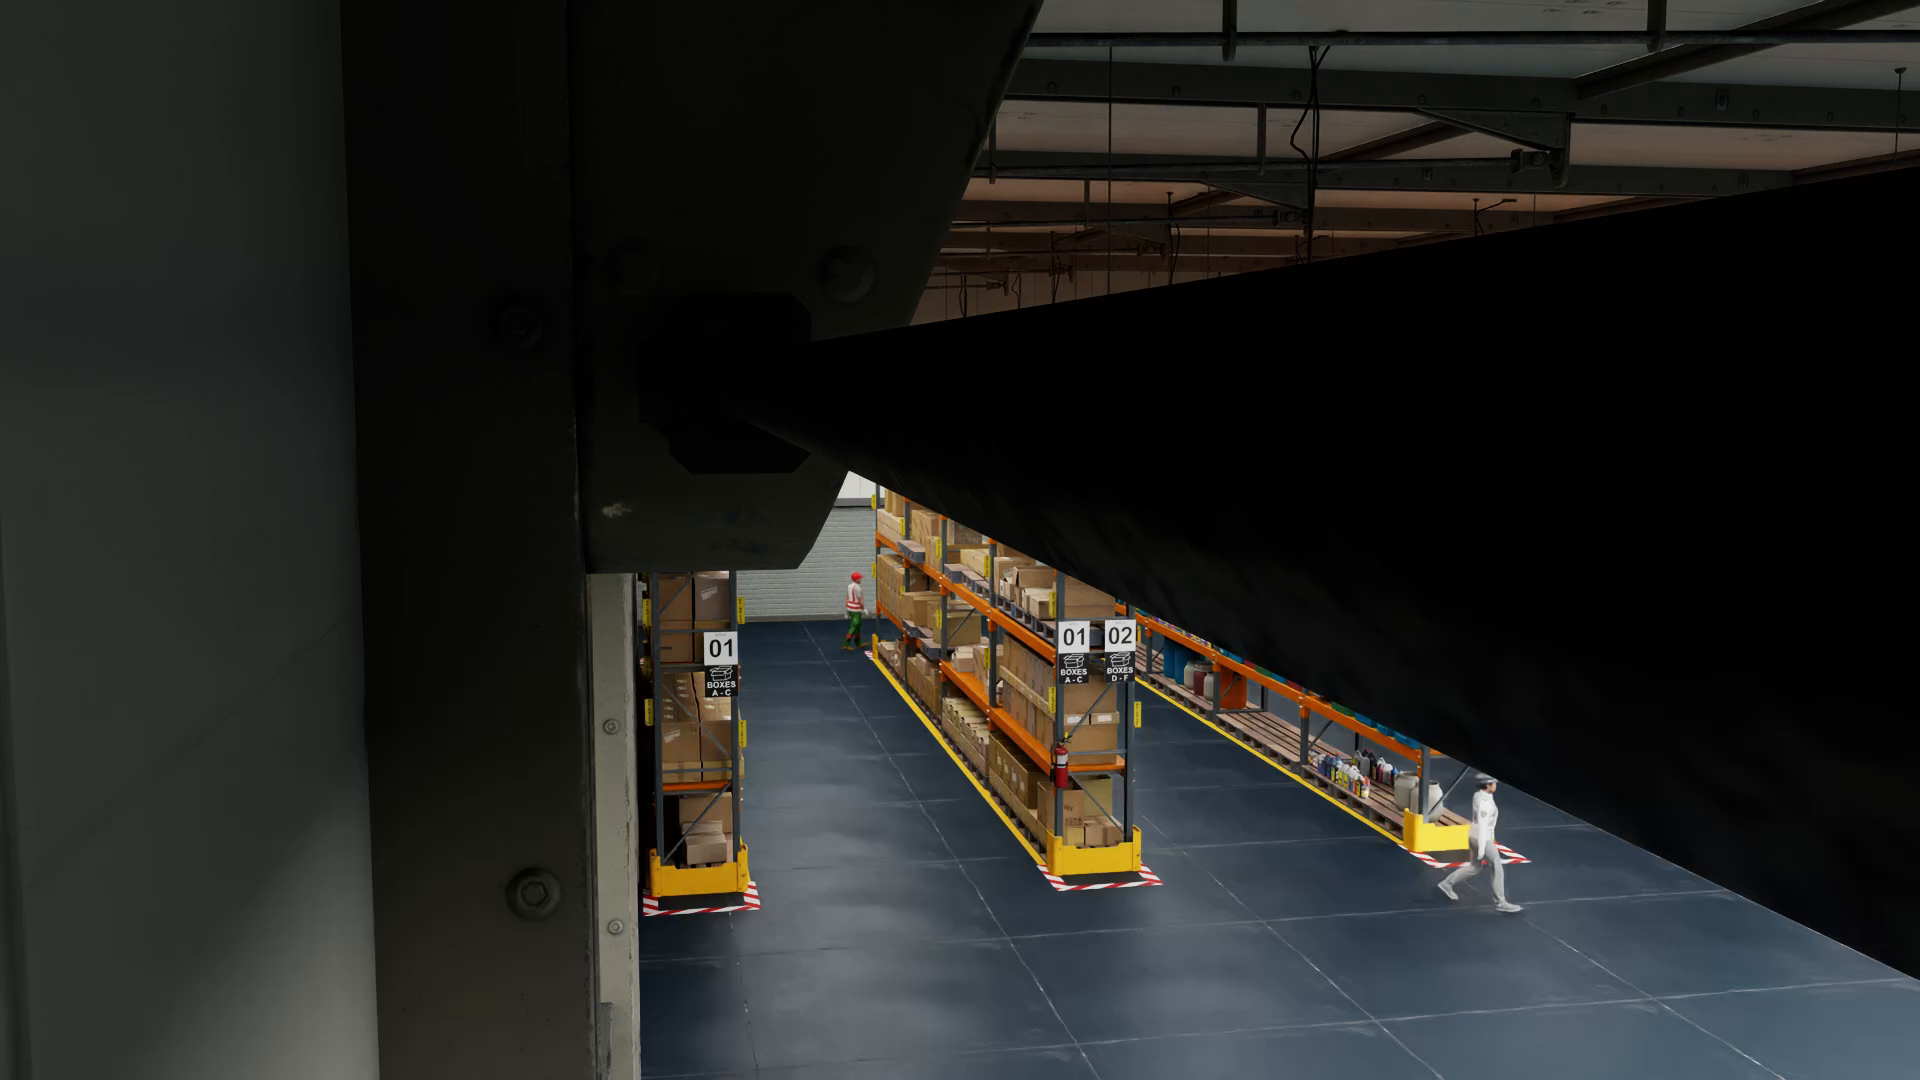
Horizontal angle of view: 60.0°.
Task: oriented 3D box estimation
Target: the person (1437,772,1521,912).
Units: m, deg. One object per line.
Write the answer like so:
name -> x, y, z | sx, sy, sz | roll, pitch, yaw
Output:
person -> 6.103, 3.508, 19.522 | 0.918, 1.636, 0.514 | 1, 6, 7

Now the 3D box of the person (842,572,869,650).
person -> -2.361, 1.608, 37.513 | 0.774, 1.784, 0.522 | -3, 7, -28
